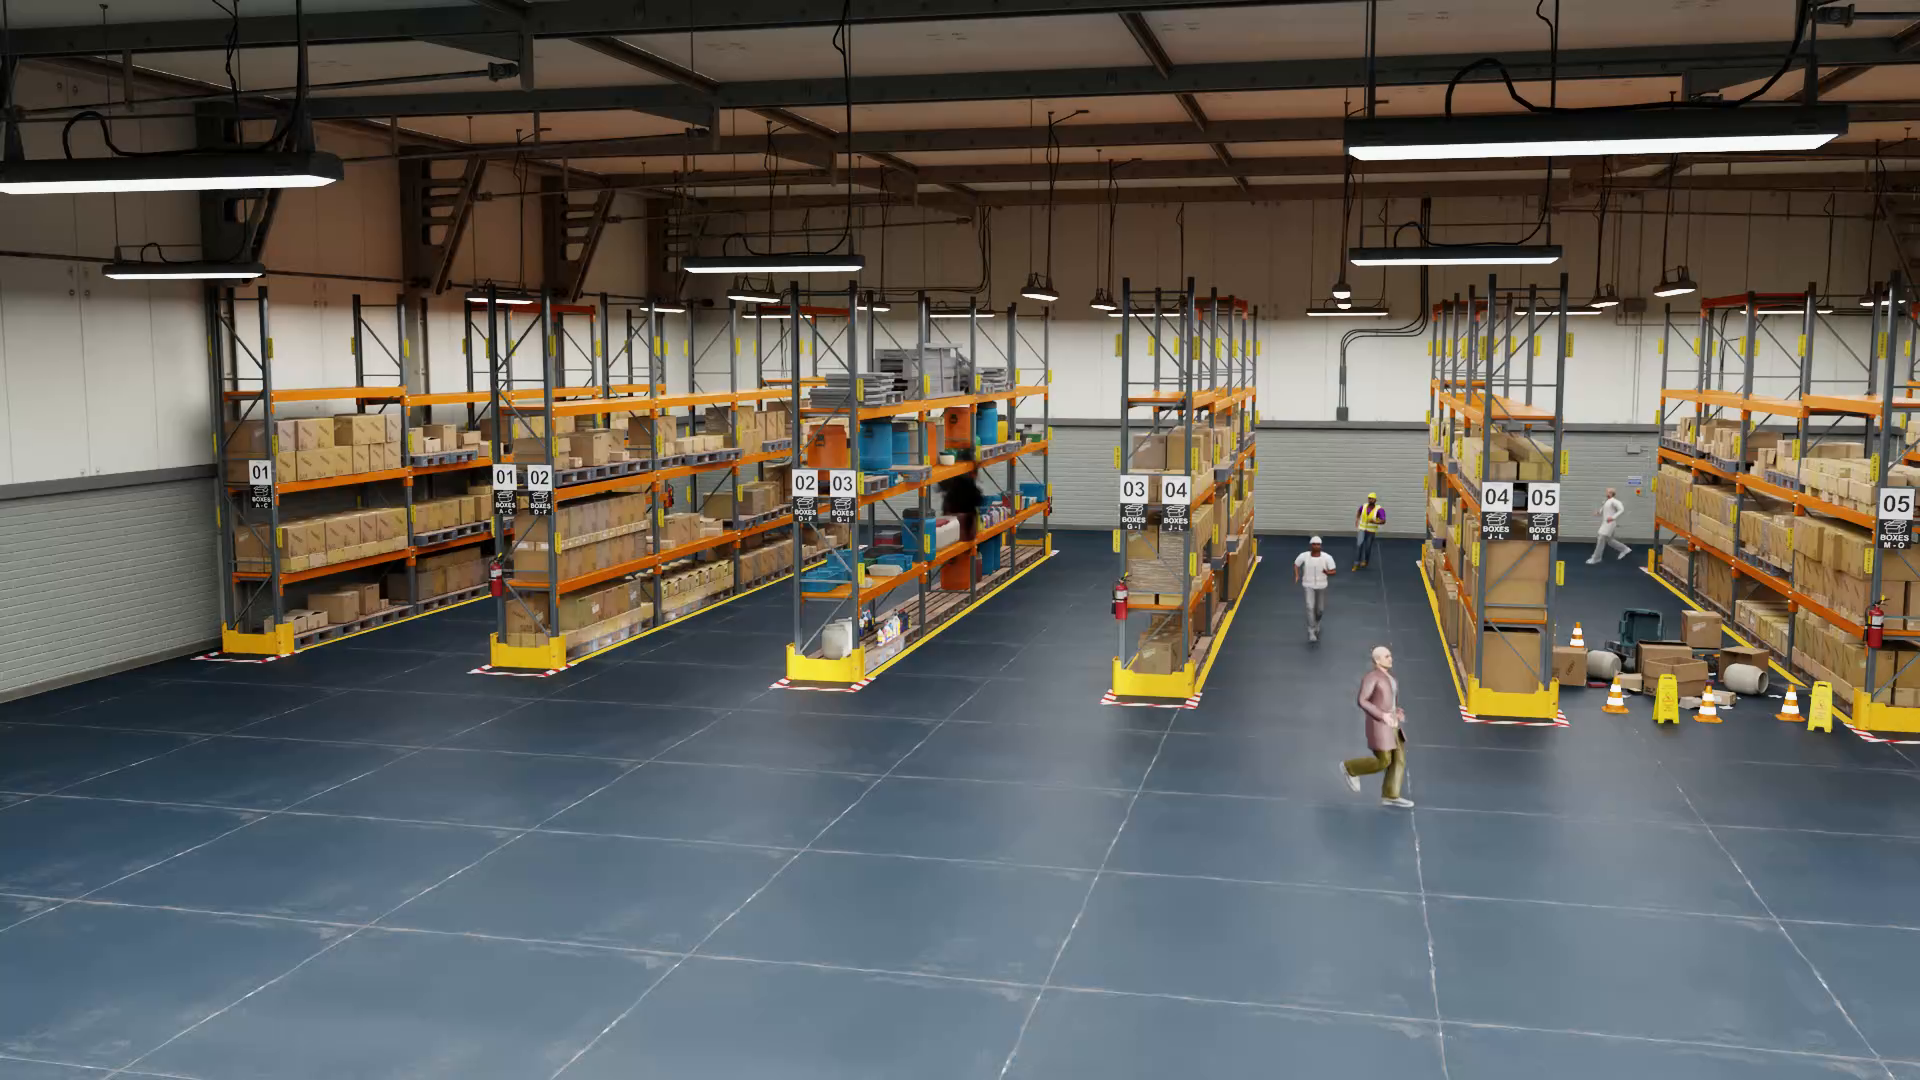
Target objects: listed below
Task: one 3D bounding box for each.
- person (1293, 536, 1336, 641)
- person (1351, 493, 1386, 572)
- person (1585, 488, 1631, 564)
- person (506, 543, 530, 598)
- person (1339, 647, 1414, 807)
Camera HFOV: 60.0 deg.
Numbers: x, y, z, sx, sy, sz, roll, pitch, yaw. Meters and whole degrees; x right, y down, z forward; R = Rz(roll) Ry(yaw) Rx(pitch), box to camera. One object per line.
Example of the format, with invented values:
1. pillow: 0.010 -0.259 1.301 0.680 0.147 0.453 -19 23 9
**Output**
1. person: 6.122 0.808 28.681 0.702 1.752 0.990 1 7 5
2. person: 9.299 -0.181 37.675 0.708 1.797 0.850 3 7 27
3. person: 15.148 -0.324 38.735 1.032 1.795 0.716 1 7 8
4. person: -8.018 0.625 30.565 0.661 1.700 0.963 1 7 6
5. person: 4.613 2.036 18.281 0.865 1.745 0.725 6 9 40
